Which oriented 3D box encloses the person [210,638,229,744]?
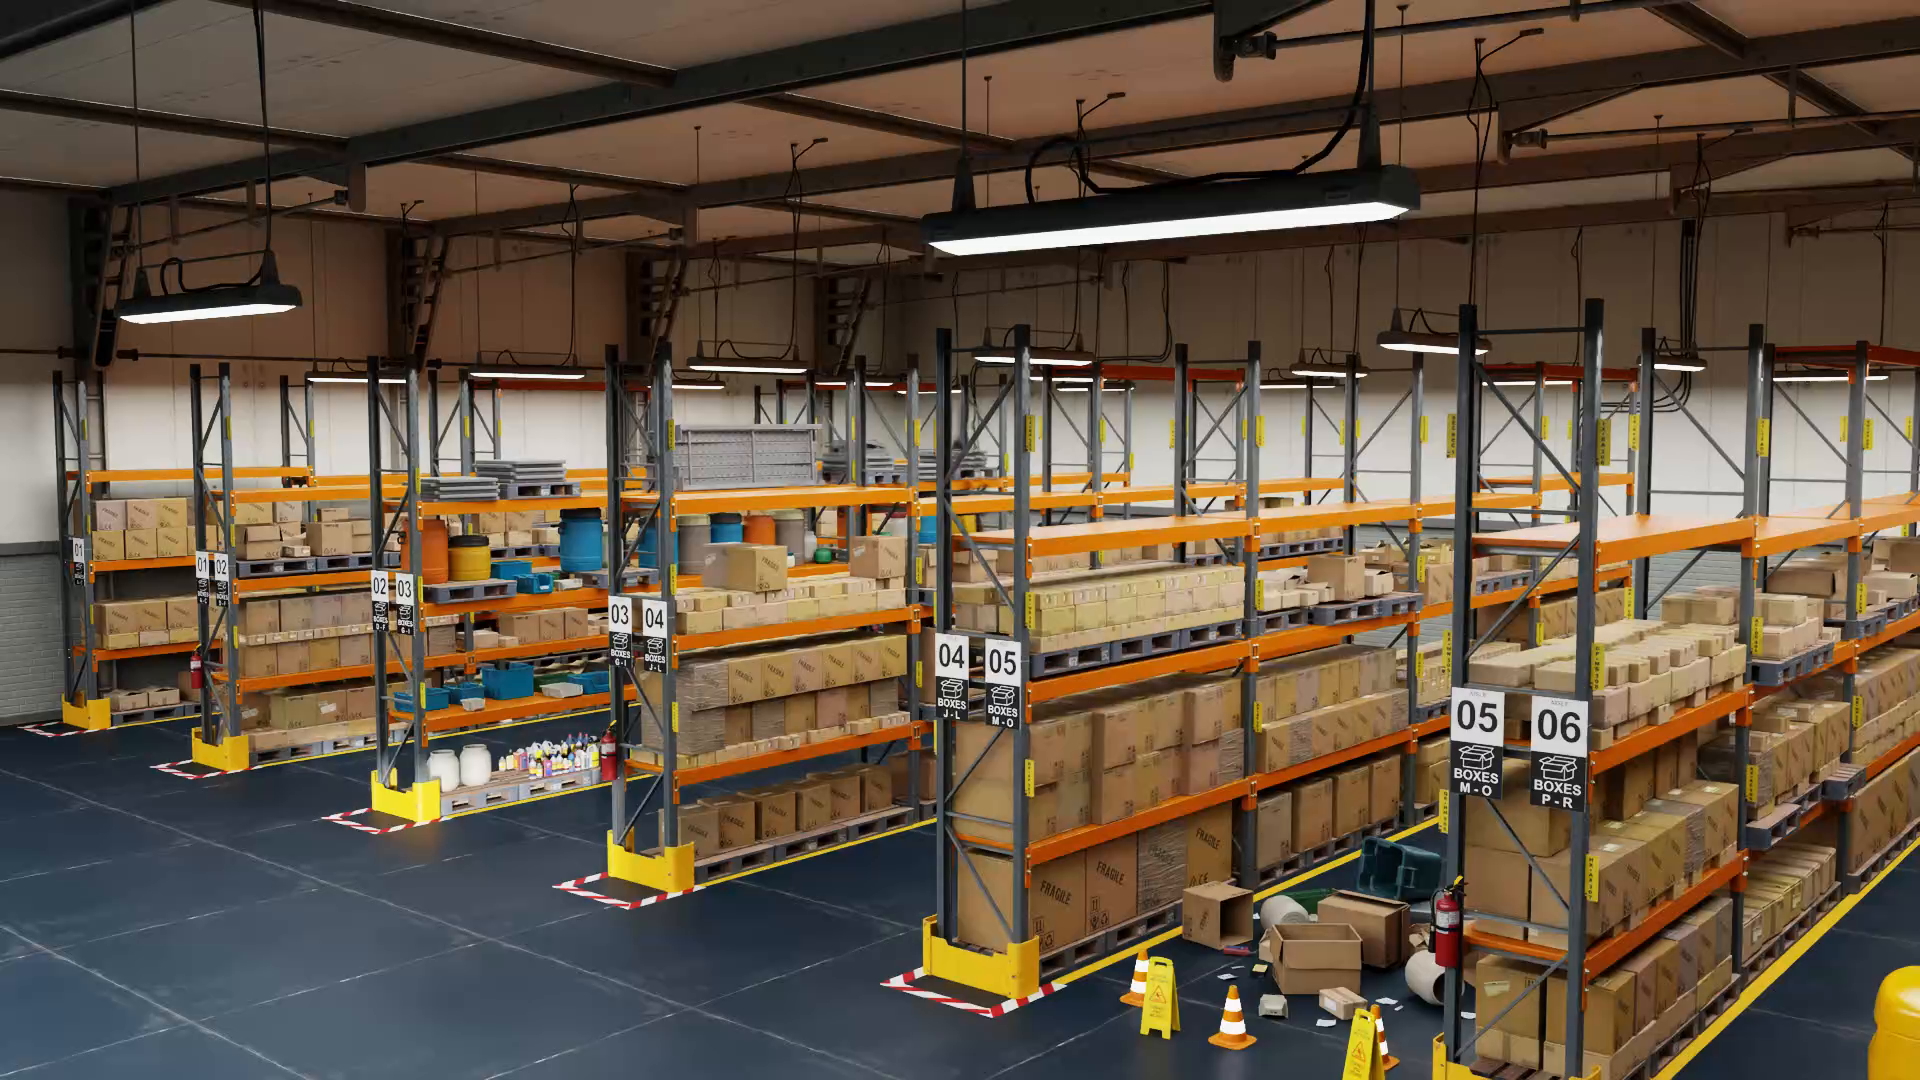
[{"bbox_3d":[-11.612,2.384,26.703,0.671,1.766,0.964,4,6,43],"label":"person"}]
